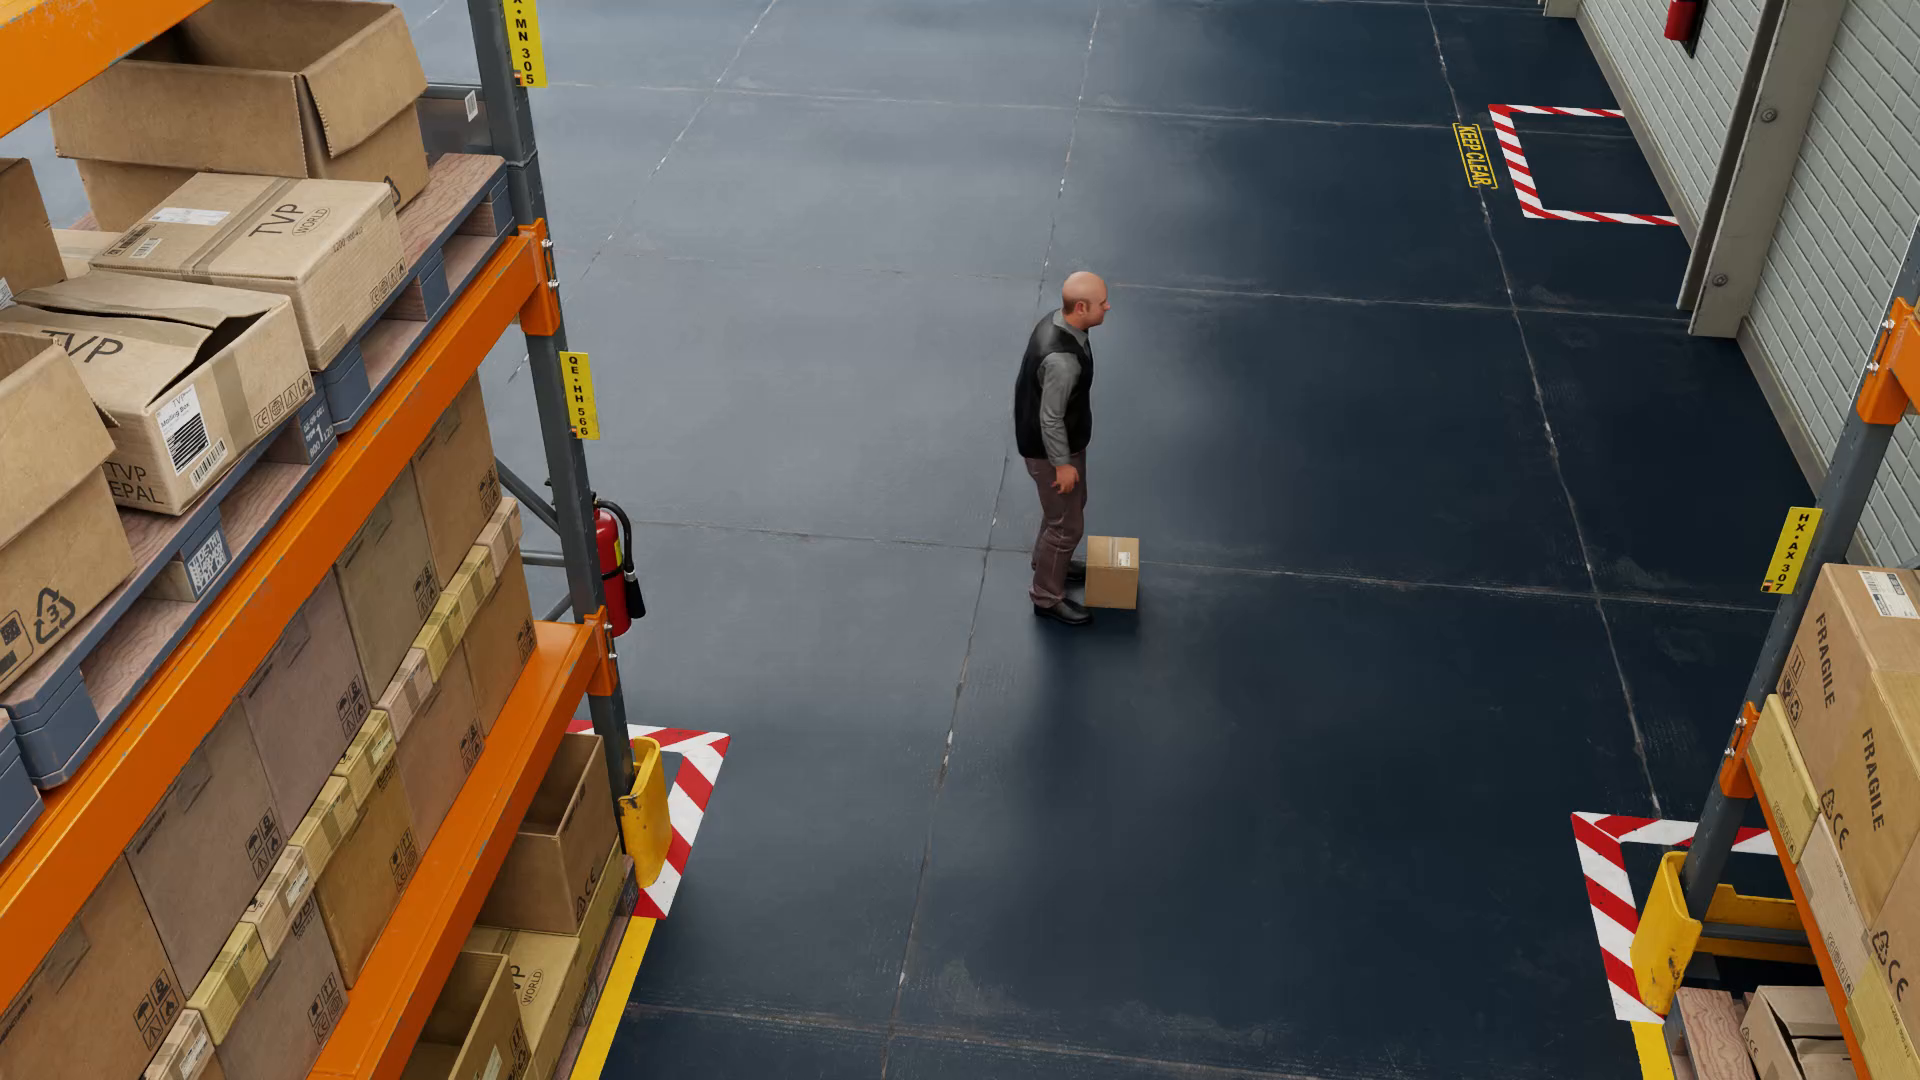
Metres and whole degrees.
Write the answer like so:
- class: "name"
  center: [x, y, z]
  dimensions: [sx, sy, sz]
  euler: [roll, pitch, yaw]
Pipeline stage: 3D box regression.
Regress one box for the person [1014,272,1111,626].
- class: "person"
  center: [0.458, -0.408, 7.713]
  dimensions: [0.421, 1.617, 0.580]
  euler: [4, 36, 6]
